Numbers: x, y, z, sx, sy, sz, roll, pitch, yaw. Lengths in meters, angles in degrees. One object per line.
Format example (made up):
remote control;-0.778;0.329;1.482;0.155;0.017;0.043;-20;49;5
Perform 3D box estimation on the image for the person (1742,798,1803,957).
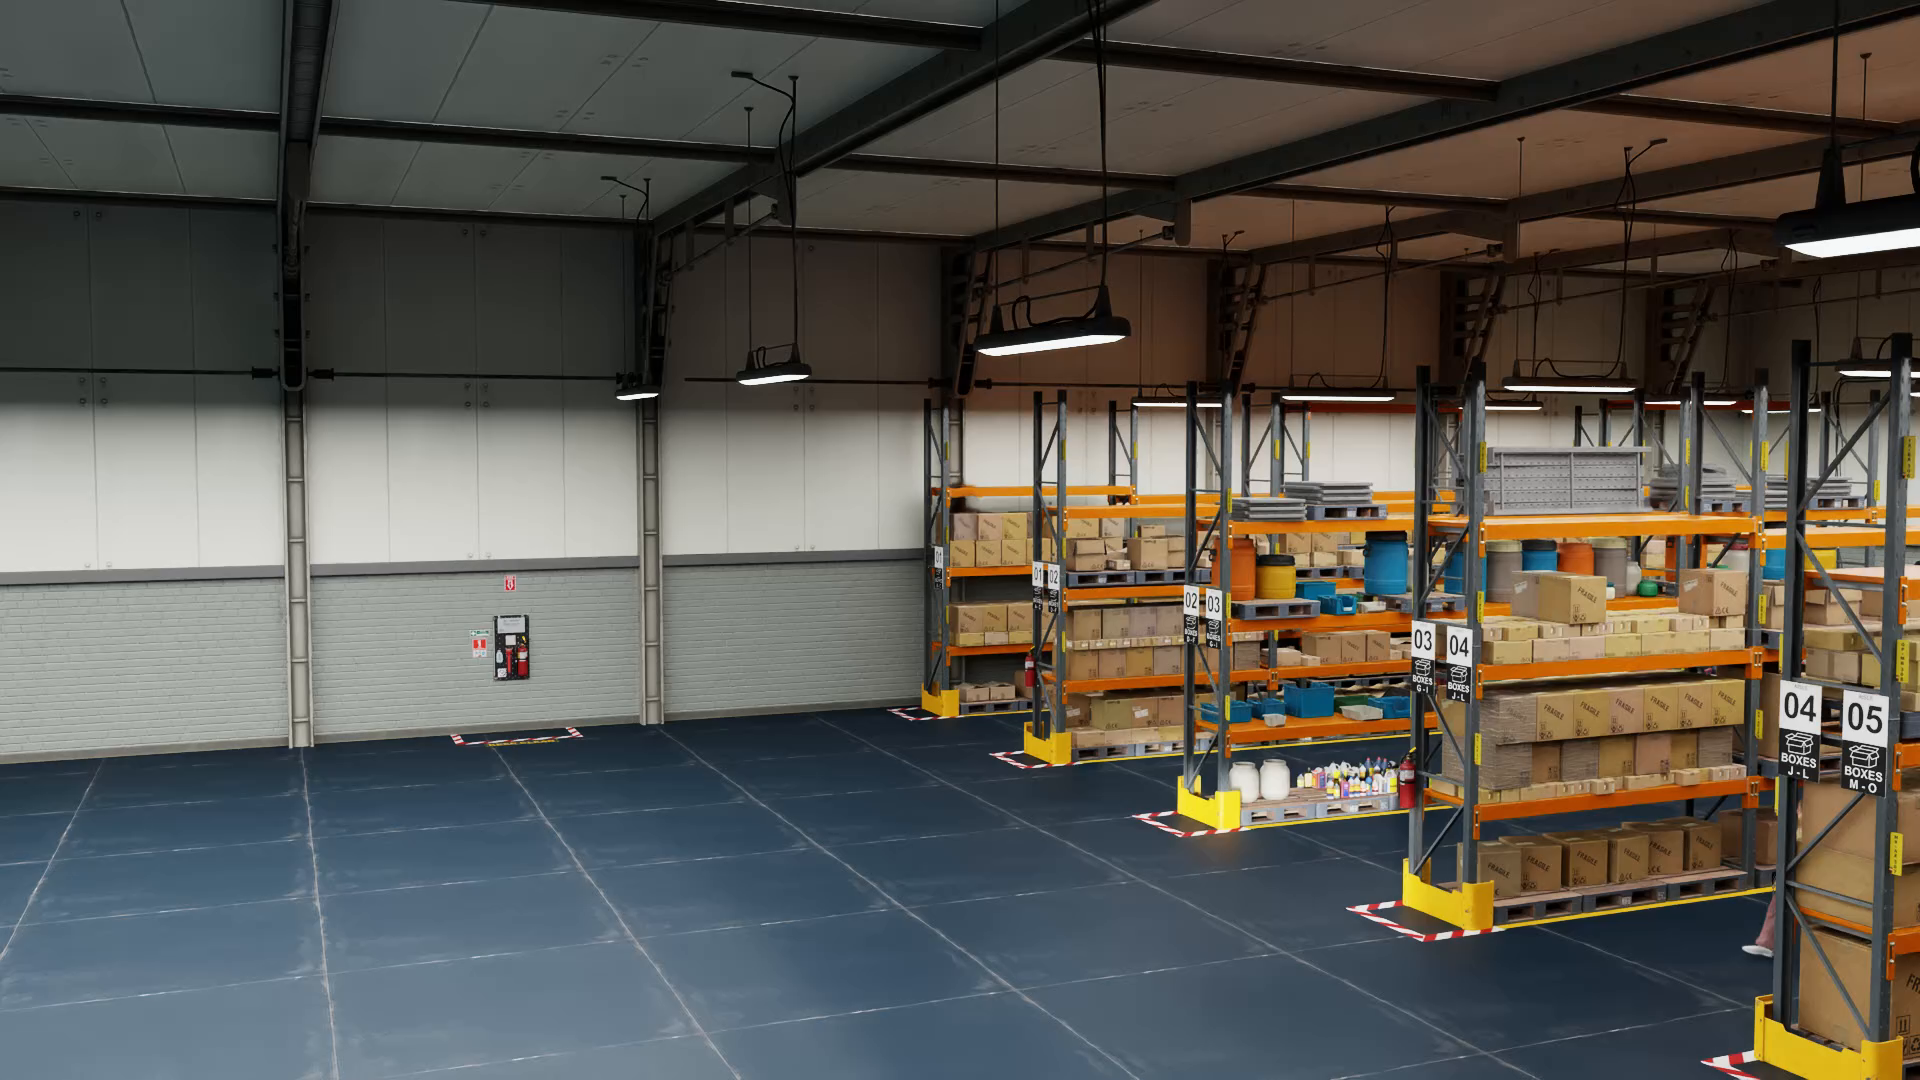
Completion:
person;8.361;3.361;16.519;1.044;1.616;0.409;0;3;-6
